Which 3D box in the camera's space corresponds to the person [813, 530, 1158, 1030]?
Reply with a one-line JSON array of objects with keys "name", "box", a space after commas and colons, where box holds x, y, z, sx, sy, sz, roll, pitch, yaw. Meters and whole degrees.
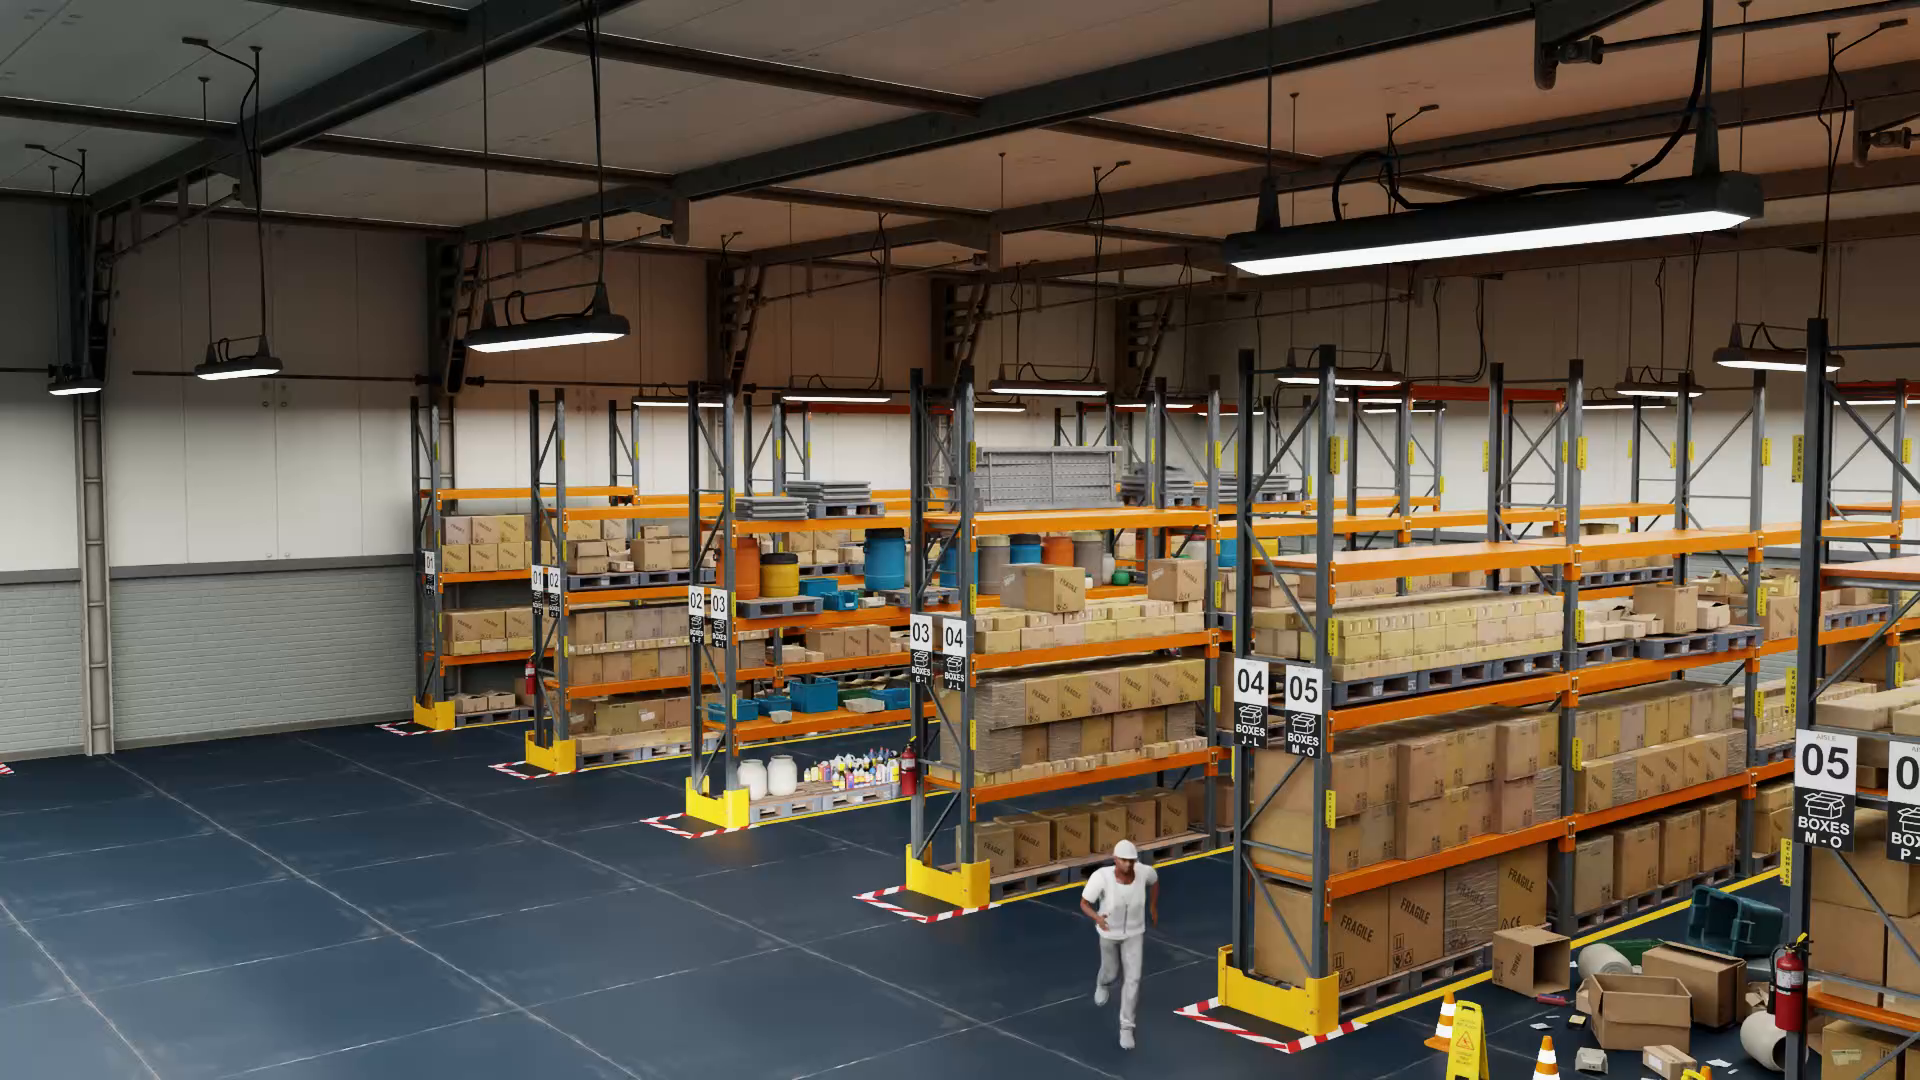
[{"name": "person", "box": [-0.538, 1.940, 22.089, 2.059, 3.665, 16.351, -1, 3, -9]}]
